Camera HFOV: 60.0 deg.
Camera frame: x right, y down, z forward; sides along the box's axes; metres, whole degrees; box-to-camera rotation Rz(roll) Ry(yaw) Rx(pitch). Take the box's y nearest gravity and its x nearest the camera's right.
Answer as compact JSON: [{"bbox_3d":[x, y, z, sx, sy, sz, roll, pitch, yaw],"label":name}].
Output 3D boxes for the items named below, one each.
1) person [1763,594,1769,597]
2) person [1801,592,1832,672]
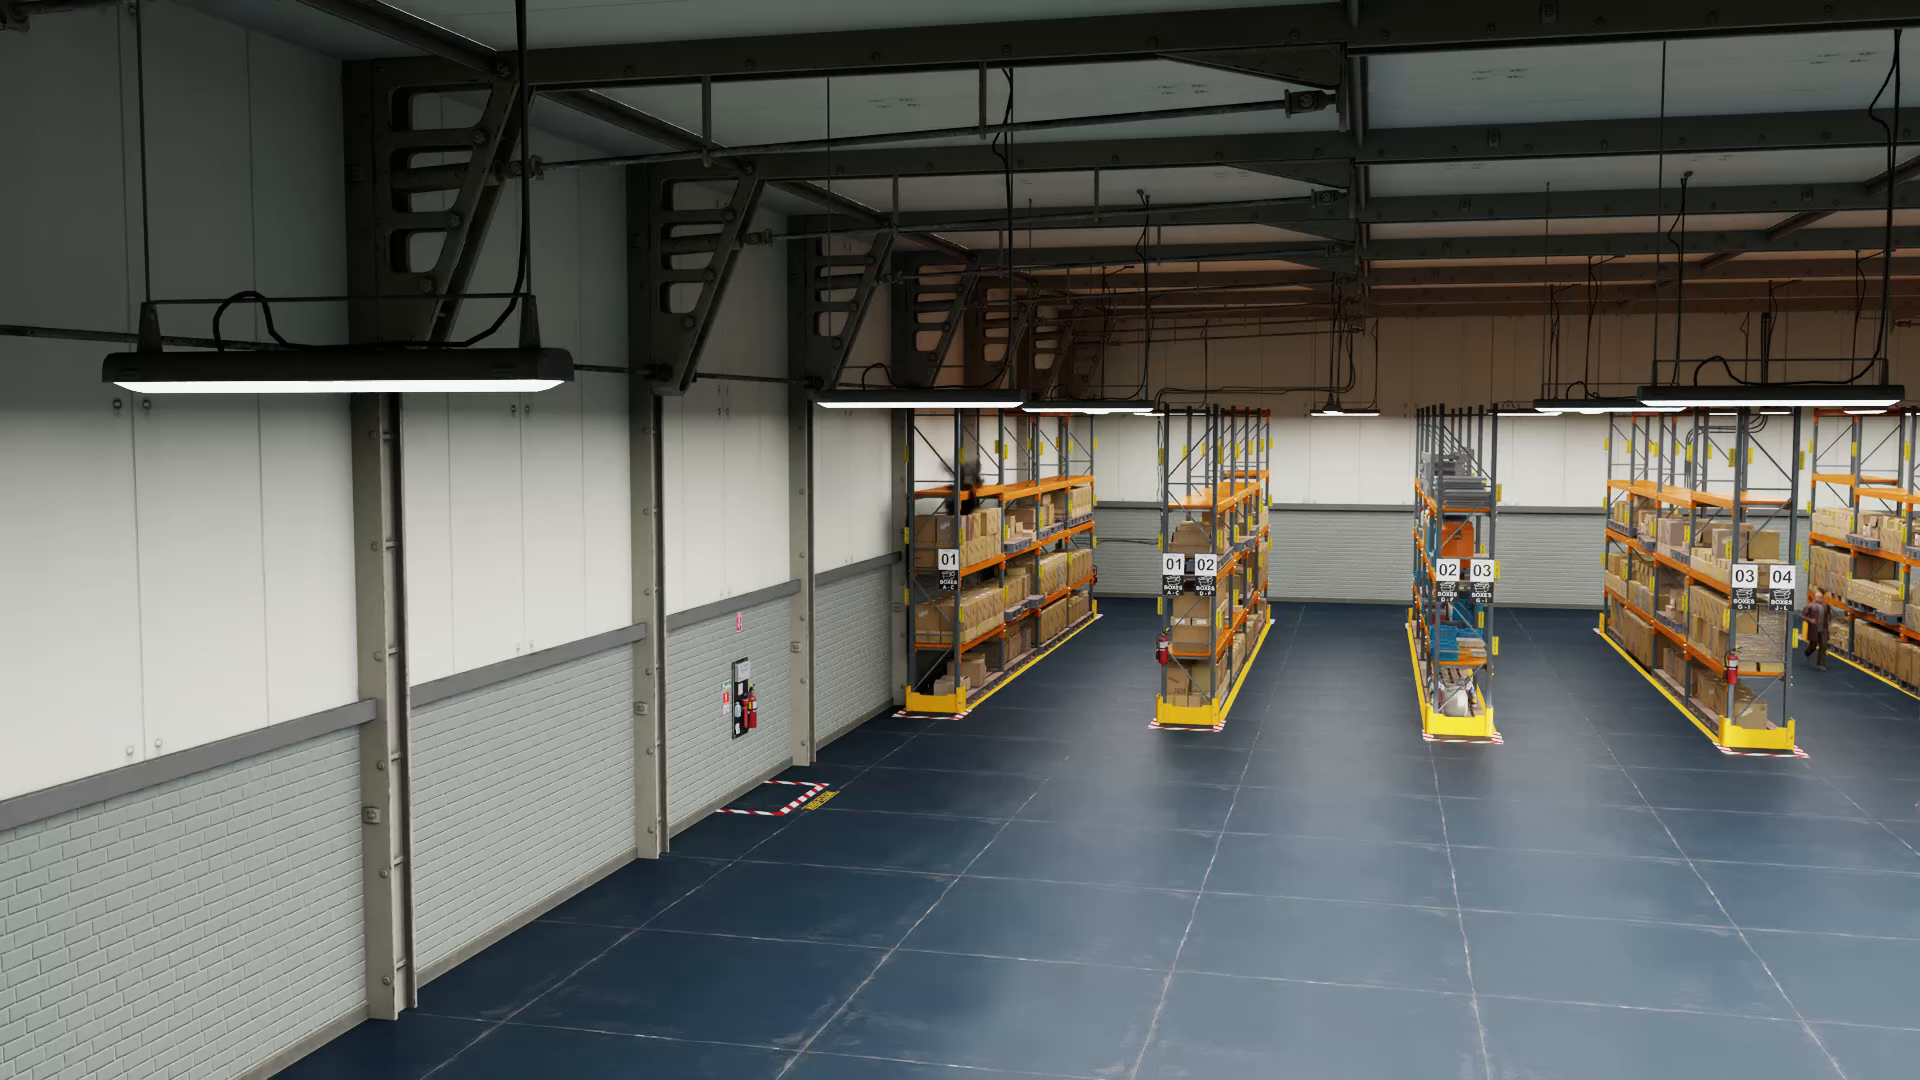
[{"bbox_3d":[20.474,1.761,42.379,0.661,1.828,0.781,2,5,24],"label":"person"},{"bbox_3d":[19.573,2.073,37.936,0.710,1.770,0.934,1,4,7],"label":"person"}]
